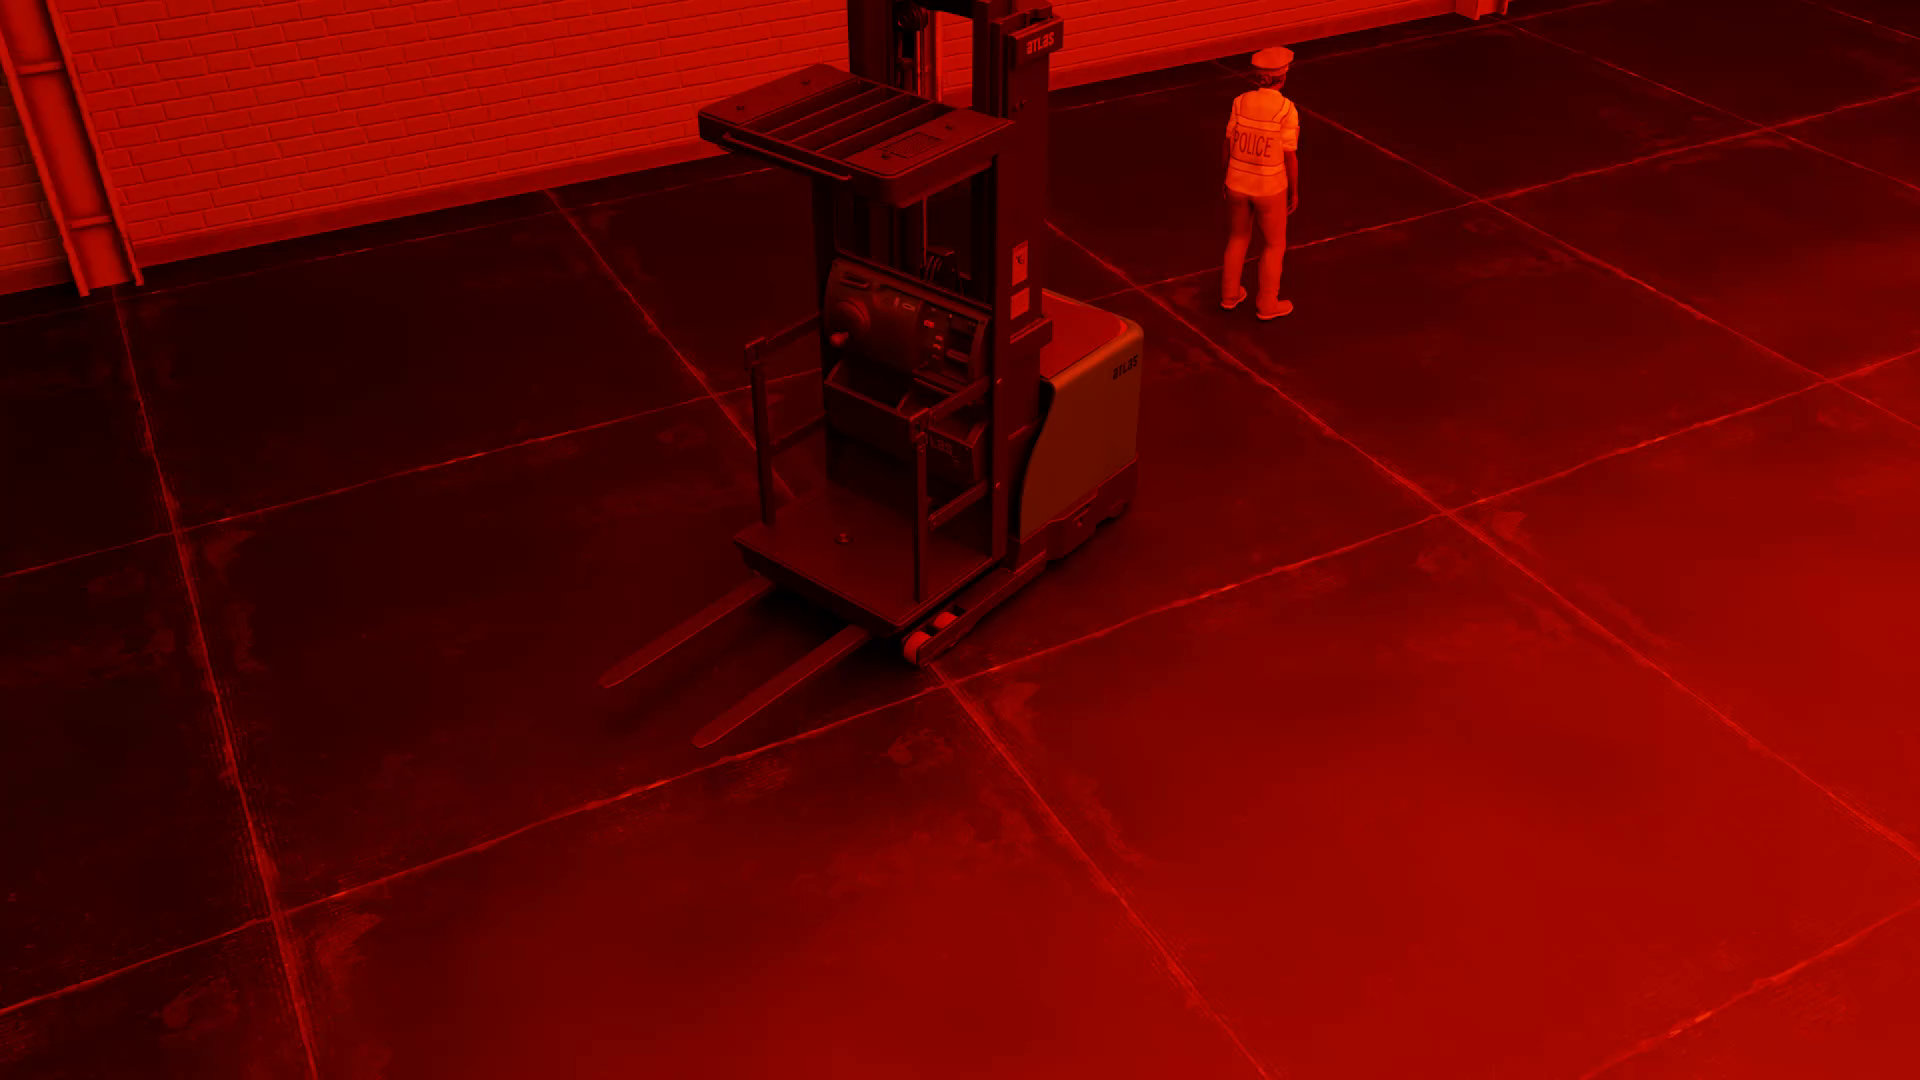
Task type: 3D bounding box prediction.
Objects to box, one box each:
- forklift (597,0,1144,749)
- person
[{"bbox_3d":[-0.390,-0.927,7.434,1.130,2.935,3.031,26,43,31],"label":"forklift"},{"bbox_3d":[1.866,-2.187,10.316,0.532,1.664,0.391,21,41,27],"label":"person"}]
